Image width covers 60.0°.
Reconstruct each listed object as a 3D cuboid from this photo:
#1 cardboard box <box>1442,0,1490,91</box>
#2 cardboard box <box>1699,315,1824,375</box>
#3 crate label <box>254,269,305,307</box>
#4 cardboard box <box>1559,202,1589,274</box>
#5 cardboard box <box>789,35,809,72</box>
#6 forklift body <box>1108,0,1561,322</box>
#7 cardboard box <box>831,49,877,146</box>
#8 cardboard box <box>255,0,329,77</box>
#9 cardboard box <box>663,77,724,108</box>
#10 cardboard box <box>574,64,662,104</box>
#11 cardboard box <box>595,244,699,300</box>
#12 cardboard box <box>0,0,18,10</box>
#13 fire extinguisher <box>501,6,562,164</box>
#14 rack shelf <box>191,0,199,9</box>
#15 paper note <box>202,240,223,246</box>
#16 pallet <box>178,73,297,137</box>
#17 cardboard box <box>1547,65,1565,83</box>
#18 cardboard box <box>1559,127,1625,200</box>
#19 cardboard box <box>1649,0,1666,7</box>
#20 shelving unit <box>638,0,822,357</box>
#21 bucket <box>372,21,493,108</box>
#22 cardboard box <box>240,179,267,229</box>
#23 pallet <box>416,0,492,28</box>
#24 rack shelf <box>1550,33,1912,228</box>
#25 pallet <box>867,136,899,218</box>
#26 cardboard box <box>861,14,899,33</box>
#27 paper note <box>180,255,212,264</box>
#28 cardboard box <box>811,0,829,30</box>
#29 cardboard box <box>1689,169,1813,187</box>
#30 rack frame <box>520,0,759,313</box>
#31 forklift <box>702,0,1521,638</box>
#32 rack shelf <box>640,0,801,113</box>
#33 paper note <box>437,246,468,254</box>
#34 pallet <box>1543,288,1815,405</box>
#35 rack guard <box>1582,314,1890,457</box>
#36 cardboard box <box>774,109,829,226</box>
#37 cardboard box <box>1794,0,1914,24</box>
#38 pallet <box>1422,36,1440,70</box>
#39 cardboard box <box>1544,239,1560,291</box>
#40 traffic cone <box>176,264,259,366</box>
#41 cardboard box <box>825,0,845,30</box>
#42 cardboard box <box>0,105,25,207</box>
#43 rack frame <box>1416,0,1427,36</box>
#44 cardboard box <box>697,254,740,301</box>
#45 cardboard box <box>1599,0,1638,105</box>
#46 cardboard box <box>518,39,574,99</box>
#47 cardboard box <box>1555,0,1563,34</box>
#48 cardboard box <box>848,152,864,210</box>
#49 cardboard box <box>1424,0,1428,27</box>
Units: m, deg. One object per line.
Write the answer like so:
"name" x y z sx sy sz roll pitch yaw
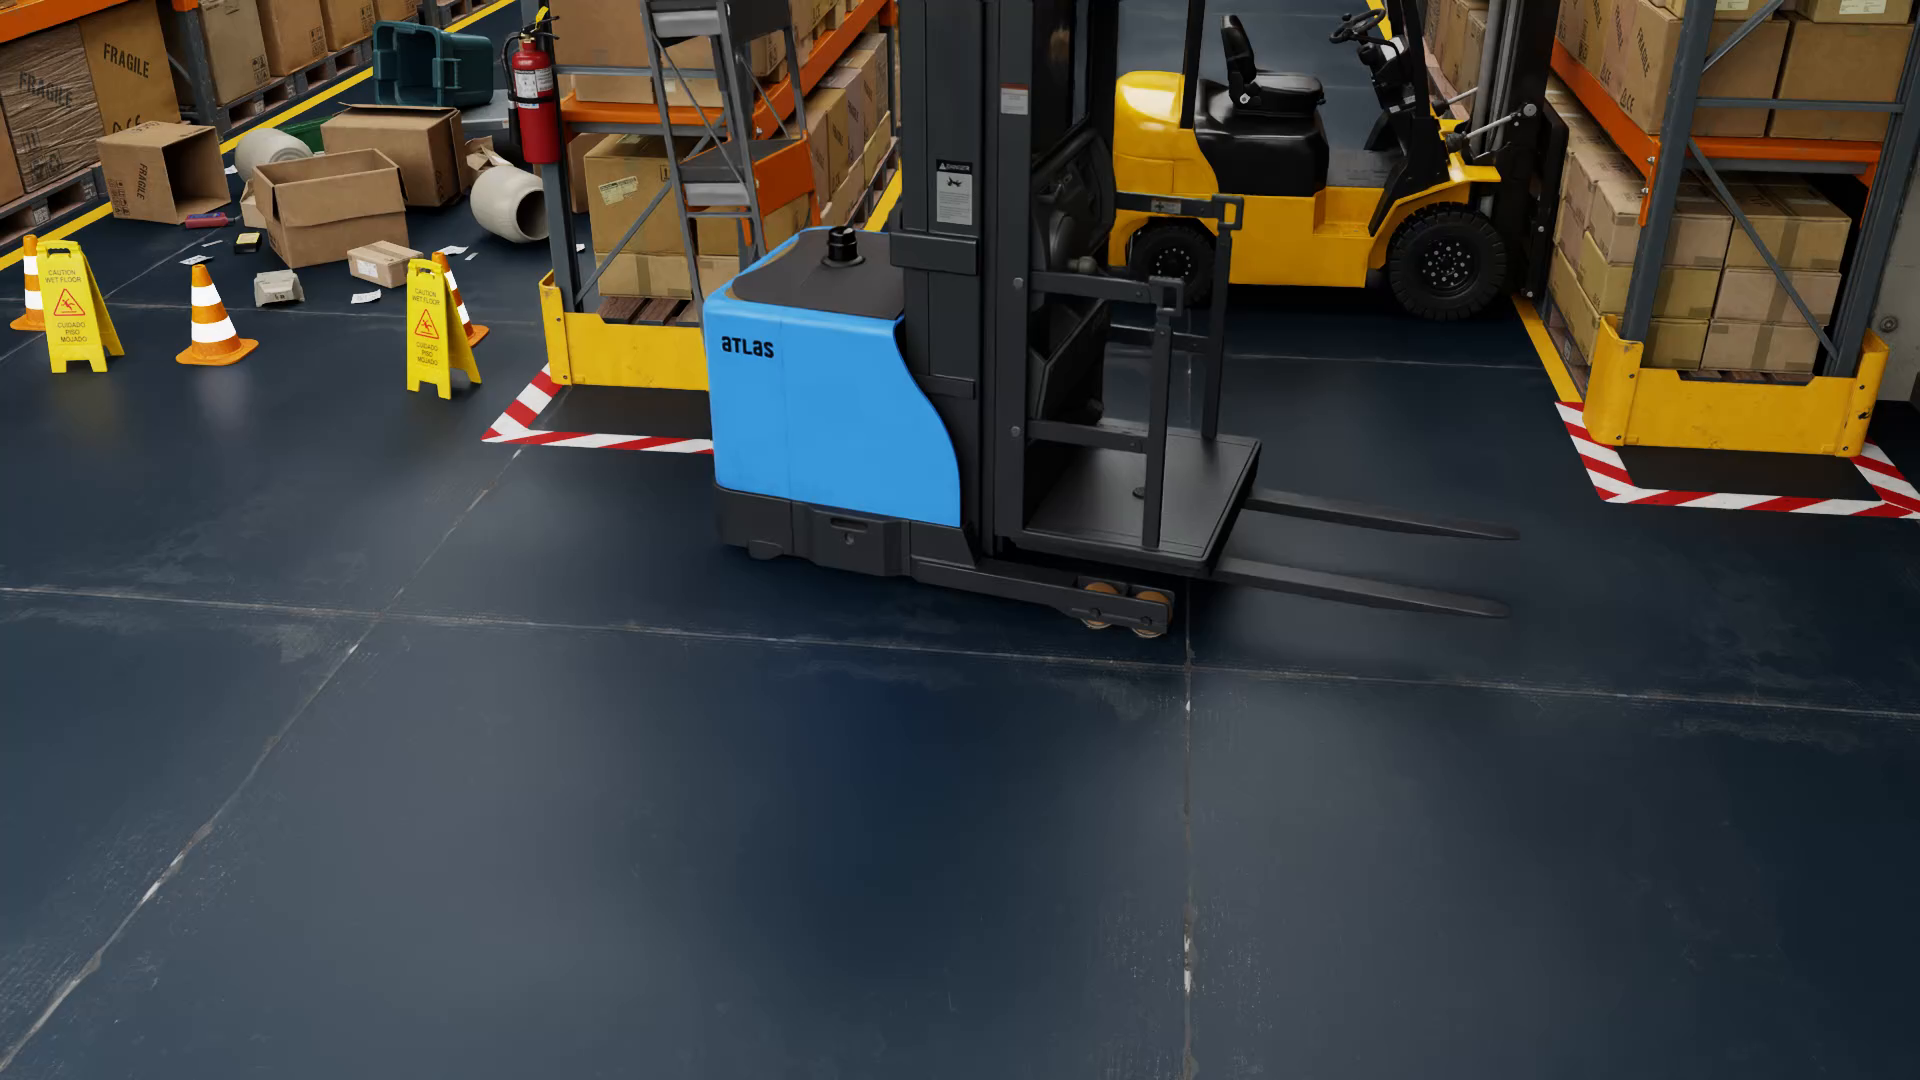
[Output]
"cardboard box" 4.225 -3.801 12.704 0.875 0.625 0.625 2 28 4
"cardboard box" 3.743 -1.008 7.915 0.500 0.250 0.500 3 29 6
"crate label" -3.774 -1.396 9.196 0.250 0.136 0.298 -11 30 -20
"cardboard box" 3.311 -1.491 8.284 0.500 0.250 0.500 3 28 6
"cardboard box" -0.984 -2.494 8.482 0.380 0.149 0.250 4 29 7
"forklift body" 1.911 -2.439 9.009 2.313 2.155 1.214 3 28 6
"cardboard box" -0.814 -2.754 10.365 0.500 0.500 0.500 4 29 7
"cardboard box" -5.764 -4.169 13.255 1.050 0.750 0.750 3 28 6
"cardboard box" -1.191 -2.138 7.820 0.380 0.149 0.250 3 29 6
"cardboard box" -1.604 -2.178 7.896 0.380 0.149 0.250 4 29 8
"cardboard box" -1.603 -1.482 8.795 0.500 0.250 0.500 3 28 6
"cardboard box" -6.099 -3.352 9.652 0.875 0.550 0.500 3 28 6
"fire extinguisher" -1.909 -2.039 7.454 0.296 0.674 0.183 3 28 6
"rack shelf" -5.628 -4.848 13.345 1.077 0.370 4.000 3 28 6
"paper note" -4.529 -1.797 10.075 0.032 0.001 0.123 20 34 32
"pallet" -5.853 -3.363 12.770 1.003 0.211 1.213 3 28 6
"cardboard box" 3.536 -2.662 9.930 0.500 0.250 0.500 3 28 6
"cardboard box" 3.345 -1.942 8.594 0.500 0.250 0.500 4 29 7
"cardboard box" 3.255 -2.445 7.336 0.380 0.149 0.250 4 29 7
"shelving unit" -0.919 -1.478 7.234 0.431 2.100 0.503 5 28 24
"bucket" -3.601 -3.253 11.475 0.726 0.611 0.620 14 21 24
"cardboard box" -4.255 -2.104 10.375 0.396 0.266 0.258 8 29 15
"pallet" -5.285 -5.246 16.266 1.003 0.211 1.213 3 28 6
"rack shelf" 3.734 -2.438 8.872 1.077 0.370 4.000 3 28 6
"pallet" -0.995 -2.437 11.052 1.003 0.211 1.213 3 28 6
"cardboard box" -0.717 -3.924 13.200 0.950 0.372 0.625 4 29 8
"paper note" -4.491 -1.653 9.787 0.144 0.017 0.142 14 31 24
"cardboard box" -0.983 -2.966 8.674 0.500 0.500 0.500 3 28 5
"cardboard box" 3.794 -1.679 8.106 0.500 0.250 0.500 3 28 6
"rack frame" -1.438 -2.100 7.486 1.000 3.000 0.127 3 28 6
"forklift" 0.598 -1.218 5.920 3.031 2.935 1.130 10 30 17
"rack shelf" -0.997 -2.094 6.942 0.431 0.518 0.480 5 28 24
"paper note" -3.044 -1.740 9.960 0.148 0.019 0.142 14 31 24
"pallet" 3.541 -0.949 8.288 1.003 0.211 1.213 3 28 6
"rack guard" 3.486 -0.702 7.526 1.175 0.500 0.348 3 28 6
"cardboard box" -1.002 -2.026 9.014 0.500 0.500 0.500 2 28 4
"cardboard box" 3.788 -2.288 7.045 0.380 0.149 0.250 3 28 5
"pallet" 4.330 -3.967 13.890 1.003 0.211 1.213 3 28 6
"cardboard box" 3.374 -1.496 8.821 0.500 0.250 0.500 4 29 7
"traffic cone" -3.808 -1.165 8.425 0.336 0.463 0.334 3 28 6
"cardboard box" -0.862 -2.983 9.390 0.380 0.149 0.250 4 29 7
"cardboard box" -6.239 -2.327 9.705 0.875 0.875 0.875 3 28 5
"rack frame" 4.469 -5.579 13.944 1.000 3.000 0.127 3 28 6
"cardboard box" -1.064 -1.438 8.714 0.500 0.250 0.500 3 28 6
"cardboard box" 3.362 -2.348 7.841 0.500 0.500 0.500 4 29 8
"cardboard box" -2.718 -3.306 11.560 0.500 0.500 0.500 3 28 6
"cardboard box" 3.557 -3.062 9.166 0.500 0.500 0.500 3 28 6
"cardboard box" -0.875 -2.173 10.078 0.500 0.250 0.500 4 29 7
"cardboard box" 4.308 -4.875 14.830 0.500 0.500 0.500 4 29 8
